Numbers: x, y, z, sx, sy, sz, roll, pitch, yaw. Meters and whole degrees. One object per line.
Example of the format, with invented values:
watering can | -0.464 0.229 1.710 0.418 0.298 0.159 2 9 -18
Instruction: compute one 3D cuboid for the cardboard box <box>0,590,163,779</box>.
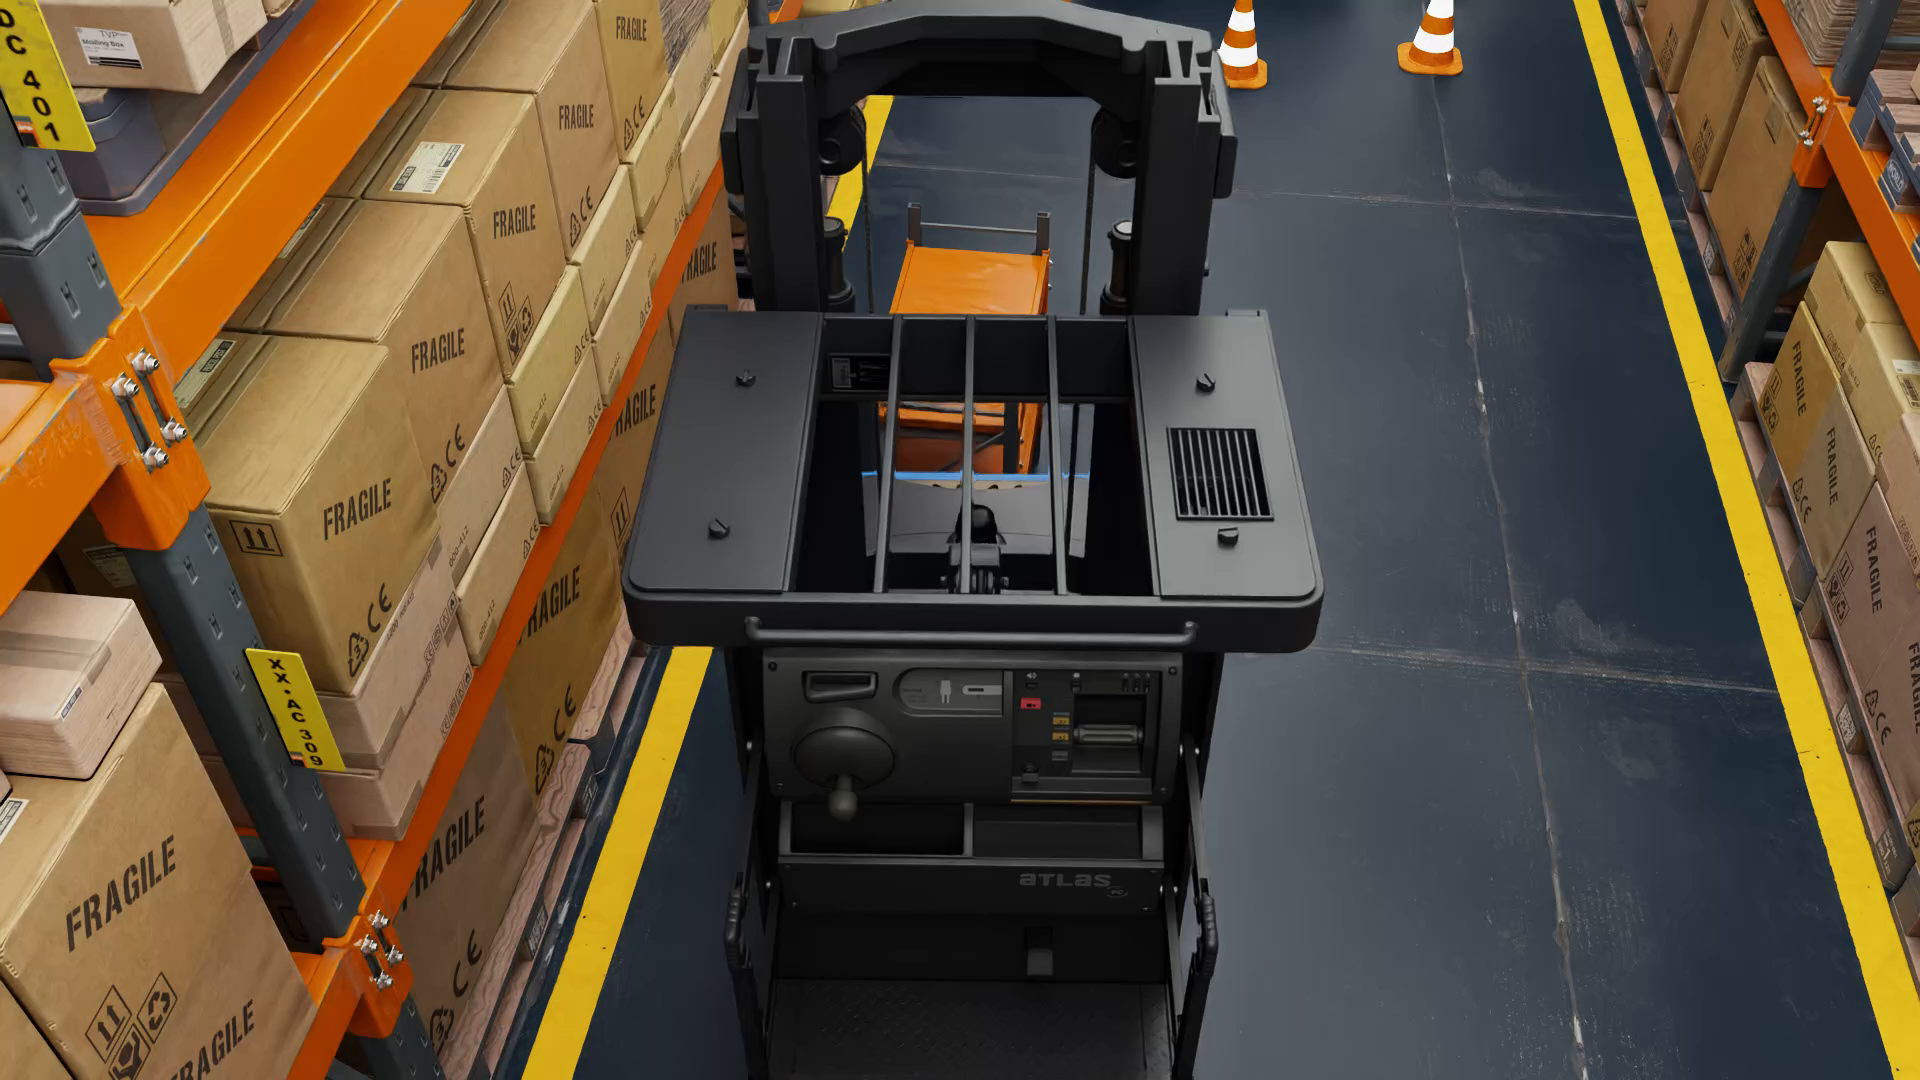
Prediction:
cardboard box | -1.490 0.213 2.572 0.380 0.149 0.250 4 44 5

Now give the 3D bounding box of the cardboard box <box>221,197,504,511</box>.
cardboard box | -1.382 -0.413 3.705 0.500 0.500 0.500 5 44 5

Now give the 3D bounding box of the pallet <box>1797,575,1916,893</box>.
pallet | 3.415 0.638 5.422 1.003 0.211 1.213 5 44 6

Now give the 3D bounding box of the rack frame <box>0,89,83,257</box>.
rack frame | -1.765 -1.569 1.362 1.000 3.000 0.127 5 44 6

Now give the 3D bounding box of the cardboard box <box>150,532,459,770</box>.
cardboard box | -1.428 0.208 3.594 0.500 0.250 0.500 4 44 4

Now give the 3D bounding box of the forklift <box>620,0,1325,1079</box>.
forklift | 0.026 0.523 3.566 1.130 2.935 3.031 1 43 1

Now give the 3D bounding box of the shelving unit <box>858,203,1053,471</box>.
shelving unit | -0.001 -0.404 5.858 0.538 1.125 1.048 5 44 6

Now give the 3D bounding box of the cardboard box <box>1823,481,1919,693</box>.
cardboard box | 3.211 0.172 5.400 0.500 0.500 0.500 4 44 4

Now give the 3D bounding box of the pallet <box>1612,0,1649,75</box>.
pallet | 4.185 -2.917 9.177 1.003 0.211 1.213 5 44 6

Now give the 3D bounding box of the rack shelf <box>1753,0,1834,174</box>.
rack shelf | 3.948 -2.838 7.588 1.077 0.370 4.000 5 44 6

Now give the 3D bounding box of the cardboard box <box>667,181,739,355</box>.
cardboard box | -1.410 -1.035 6.401 0.875 0.875 0.875 5 44 5

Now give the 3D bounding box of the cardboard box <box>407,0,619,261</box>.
cardboard box | -1.251 -1.108 4.438 0.500 0.500 0.500 5 44 5

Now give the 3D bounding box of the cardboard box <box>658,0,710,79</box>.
cardboard box | -1.105 -1.790 5.159 0.500 0.500 0.500 6 44 6

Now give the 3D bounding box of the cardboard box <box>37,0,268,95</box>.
cardboard box | -1.352 -0.893 2.622 0.396 0.266 0.258 5 44 5

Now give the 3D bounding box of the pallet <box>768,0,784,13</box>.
pallet | -1.248 -2.543 6.893 1.213 0.211 1.003 5 44 6

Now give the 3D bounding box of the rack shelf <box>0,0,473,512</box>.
rack shelf | -1.501 -1.582 4.080 1.077 0.370 4.000 5 44 6

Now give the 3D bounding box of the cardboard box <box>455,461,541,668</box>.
cardboard box | -1.378 0.035 4.140 0.500 0.250 0.500 4 44 4

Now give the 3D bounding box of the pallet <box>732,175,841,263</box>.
pallet | -1.132 -1.637 7.825 1.003 0.211 1.213 5 44 6

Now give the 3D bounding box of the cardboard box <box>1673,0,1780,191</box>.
cardboard box | 3.965 -2.074 7.590 1.050 0.750 0.750 6 44 6

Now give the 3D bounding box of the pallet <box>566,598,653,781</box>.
pallet | -1.579 0.255 5.827 1.003 0.211 1.213 5 44 6

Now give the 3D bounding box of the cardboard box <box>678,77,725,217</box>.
cardboard box | -1.098 -1.345 5.597 0.500 0.250 0.500 6 44 6

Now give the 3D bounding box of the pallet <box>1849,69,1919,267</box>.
pallet | 3.695 -1.171 5.444 1.213 0.211 1.003 5 44 6

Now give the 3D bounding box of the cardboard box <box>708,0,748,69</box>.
cardboard box | -1.049 -1.891 5.811 0.500 0.250 0.500 5 44 5

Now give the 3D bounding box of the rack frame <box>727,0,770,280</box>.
rack frame | -1.236 -2.117 6.304 1.000 3.000 0.127 5 44 6

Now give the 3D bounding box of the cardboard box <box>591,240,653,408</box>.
cardboard box | -1.220 -0.653 4.867 0.500 0.250 0.500 5 44 5

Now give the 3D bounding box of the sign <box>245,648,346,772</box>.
sign | -1.215 0.316 3.048 0.100 0.325 0.005 5 44 6

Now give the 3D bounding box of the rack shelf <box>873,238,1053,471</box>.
rack shelf | -0.001 -0.616 5.657 0.538 0.278 1.000 5 44 6

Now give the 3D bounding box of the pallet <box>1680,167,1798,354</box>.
pallet | 3.862 -1.254 7.420 1.003 0.211 1.213 5 44 6

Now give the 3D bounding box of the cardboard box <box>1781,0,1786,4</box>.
cardboard box | 3.544 -2.443 6.576 0.500 0.500 0.500 5 44 6

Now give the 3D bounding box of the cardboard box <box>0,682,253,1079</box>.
cardboard box | -1.554 0.557 2.681 0.500 0.500 0.500 5 44 5

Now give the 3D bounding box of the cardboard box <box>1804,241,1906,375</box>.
cardboard box | 3.352 -0.805 5.886 0.500 0.250 0.500 3 44 4

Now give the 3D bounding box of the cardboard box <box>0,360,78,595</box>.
cardboard box | -1.955 -0.117 3.392 0.500 0.500 0.500 7 44 7

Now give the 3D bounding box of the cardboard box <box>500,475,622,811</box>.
cardboard box | -1.651 0.182 5.116 0.875 0.875 0.875 6 44 7

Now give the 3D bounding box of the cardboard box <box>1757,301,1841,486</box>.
cardboard box | 3.337 -0.522 6.132 0.500 0.500 0.500 4 44 4

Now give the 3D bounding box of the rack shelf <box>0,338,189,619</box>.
rack shelf | -2.030 1.144 1.201 1.077 0.370 4.000 5 44 6

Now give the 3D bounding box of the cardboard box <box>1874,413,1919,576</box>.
cardboard box | 3.207 -0.123 5.166 0.500 0.250 0.500 6 44 6

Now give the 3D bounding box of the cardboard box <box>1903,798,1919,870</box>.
cardboard box | 3.071 0.869 4.664 0.500 0.500 0.500 4 44 5

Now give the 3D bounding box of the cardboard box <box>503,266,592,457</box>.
cardboard box | -1.293 -0.491 4.333 0.500 0.250 0.500 6 44 6

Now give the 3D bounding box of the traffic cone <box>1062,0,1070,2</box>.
traffic cone | 0.516 -2.949 9.028 0.336 0.463 0.334 5 44 6

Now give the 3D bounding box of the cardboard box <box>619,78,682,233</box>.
cardboard box | -1.160 -1.190 5.071 0.500 0.250 0.500 4 44 4

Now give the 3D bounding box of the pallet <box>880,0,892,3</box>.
pallet | -0.809 -3.300 9.581 1.003 0.211 1.213 5 44 6

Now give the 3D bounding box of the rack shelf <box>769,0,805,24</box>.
rack shelf | -0.972 -3.219 7.991 1.077 0.370 4.000 5 44 6

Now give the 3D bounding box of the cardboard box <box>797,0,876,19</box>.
cardboard box | -0.956 -2.719 8.546 0.950 0.372 0.625 7 44 7

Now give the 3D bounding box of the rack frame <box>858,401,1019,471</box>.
rack frame | -0.068 -0.057 5.493 0.500 1.125 0.032 5 44 6

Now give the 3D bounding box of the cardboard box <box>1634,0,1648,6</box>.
cardboard box | 4.219 -3.366 8.954 1.050 0.750 0.750 5 44 5
